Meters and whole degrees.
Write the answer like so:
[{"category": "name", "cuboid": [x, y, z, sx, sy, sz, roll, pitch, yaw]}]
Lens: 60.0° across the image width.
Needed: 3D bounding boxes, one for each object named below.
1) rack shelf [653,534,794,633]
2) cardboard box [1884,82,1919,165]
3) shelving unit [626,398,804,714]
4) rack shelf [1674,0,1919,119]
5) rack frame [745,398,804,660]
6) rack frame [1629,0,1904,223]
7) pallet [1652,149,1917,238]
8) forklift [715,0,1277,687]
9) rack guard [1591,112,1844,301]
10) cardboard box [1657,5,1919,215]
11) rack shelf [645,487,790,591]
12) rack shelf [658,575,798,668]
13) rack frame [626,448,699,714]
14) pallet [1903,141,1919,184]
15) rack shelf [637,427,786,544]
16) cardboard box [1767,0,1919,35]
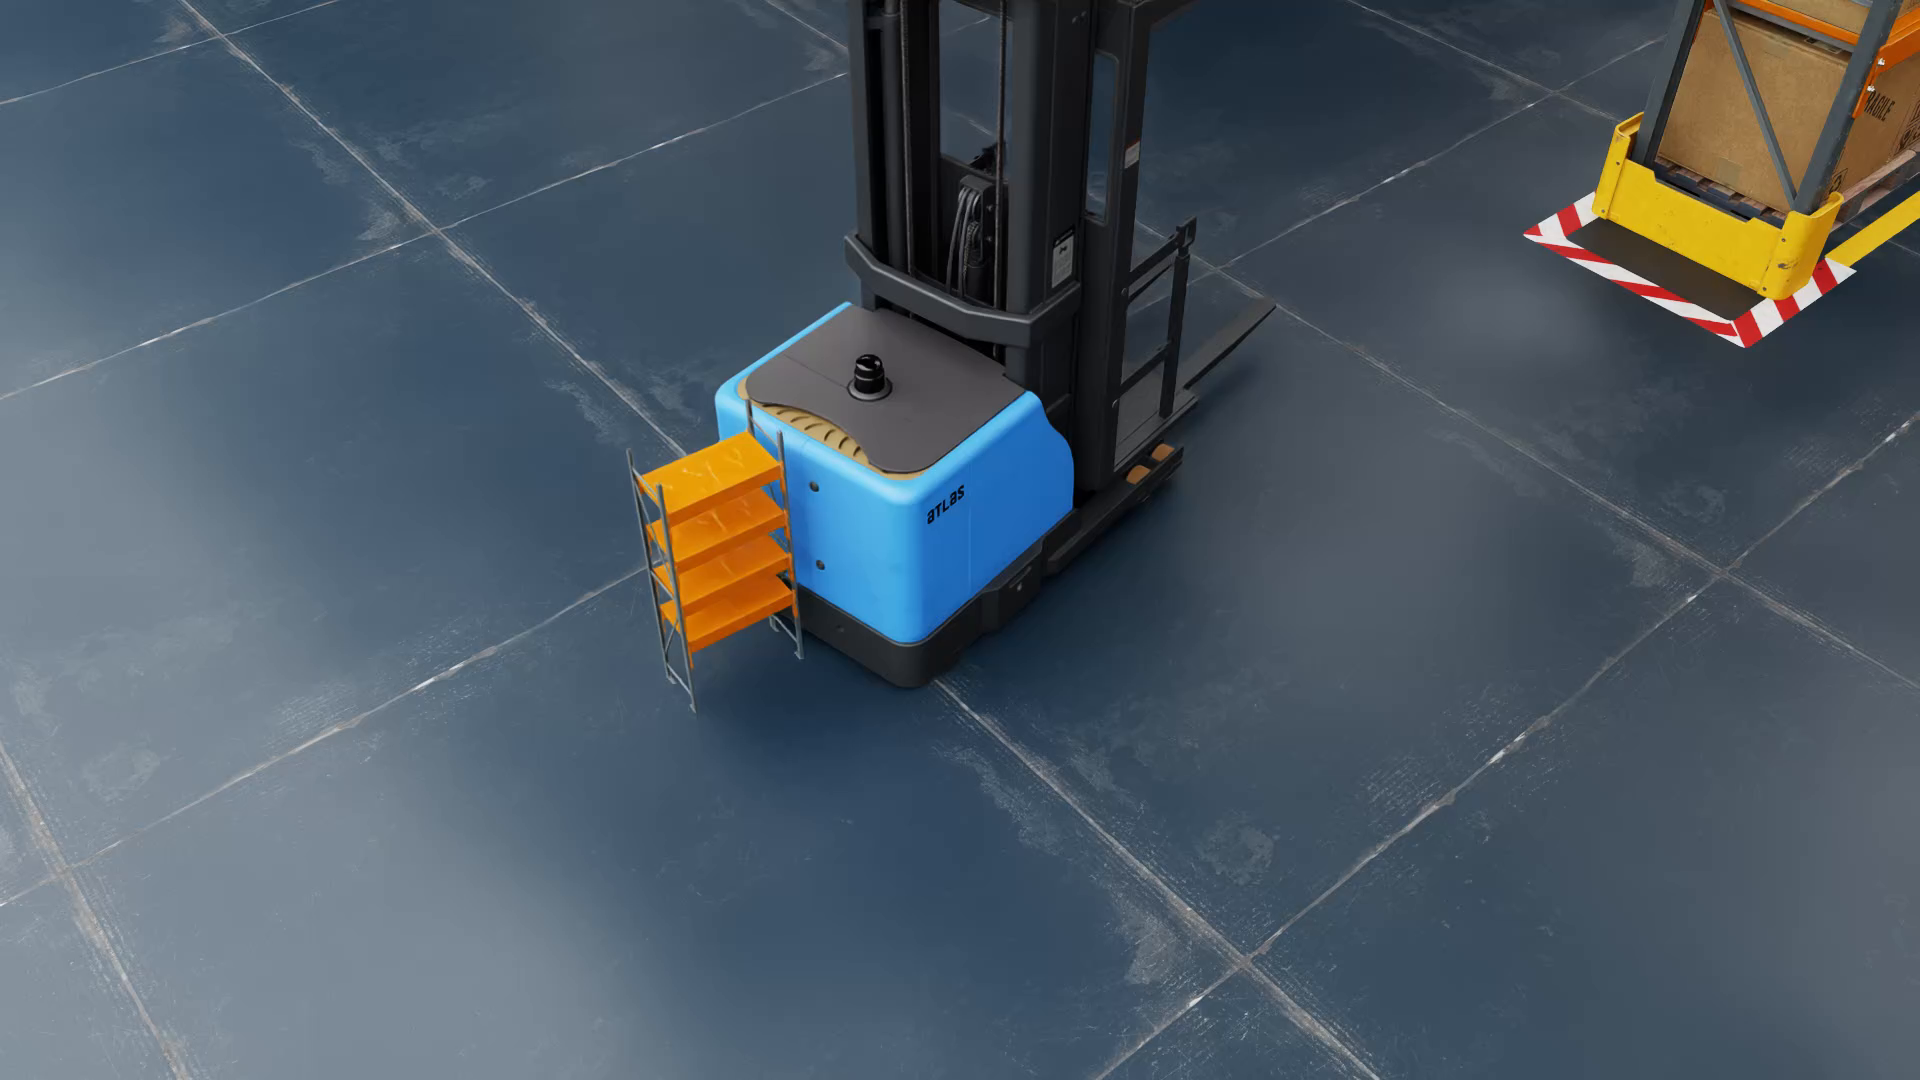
[{"category": "rack shelf", "cuboid": [-0.910, 0.132, 6.385, 0.480, 0.148, 0.258, -26, 49, -25]}, {"category": "cardboard box", "cuboid": [5.166, -2.809, 9.349, 0.875, 0.875, 0.875, -31, 51, -28]}, {"category": "shelving unit", "cuboid": [-0.910, 0.083, 6.339, 0.503, 1.200, 0.258, -26, 49, -25]}, {"category": "rack shelf", "cuboid": [5.548, -3.326, 9.180, 4.000, 0.370, 1.077, -30, 51, -28]}, {"category": "rack frame", "cuboid": [-0.713, -0.015, 6.443, 0.015, 1.200, 0.240, -26, 49, -25]}, {"category": "rack frame", "cuboid": [4.014, -2.710, 7.998, 0.127, 3.000, 1.000, -30, 51, -28]}, {"category": "pallet", "cuboid": [4.577, -2.086, 9.371, 1.213, 0.211, 1.003, -30, 51, -28]}, {"category": "forklift", "cuboid": [0.362, -1.433, 6.688, 1.130, 2.935, 3.031, 29, 50, 27]}, {"category": "rack guard", "cuboid": [3.996, -1.789, 8.843, 0.348, 0.500, 1.175, -30, 51, -28]}, {"category": "cardboard box", "cuboid": [4.492, -2.421, 8.936, 0.875, 0.875, 0.875, -29, 51, -28]}, {"category": "rack shelf", "cuboid": [-0.910, -0.031, 6.231, 0.480, 0.148, 0.258, -26, 49, -25]}, {"category": "rack shelf", "cuboid": [-0.910, 0.277, 6.521, 0.480, 0.148, 0.258, -26, 49, -25]}, {"category": "rack frame", "cuboid": [-1.108, 0.181, 6.234, 0.015, 1.200, 0.240, -26, 49, -25]}, {"category": "pallet", "cuboid": [5.513, -2.619, 9.938, 1.213, 0.211, 1.003, -30, 51, -28]}, {"category": "rack shelf", "cuboid": [-0.910, -0.203, 6.070, 0.480, 0.148, 0.258, -26, 49, -25]}, {"category": "cardboard box", "cuboid": [4.270, -2.952, 8.146, 0.550, 0.550, 0.875, -30, 51, -28]}]
